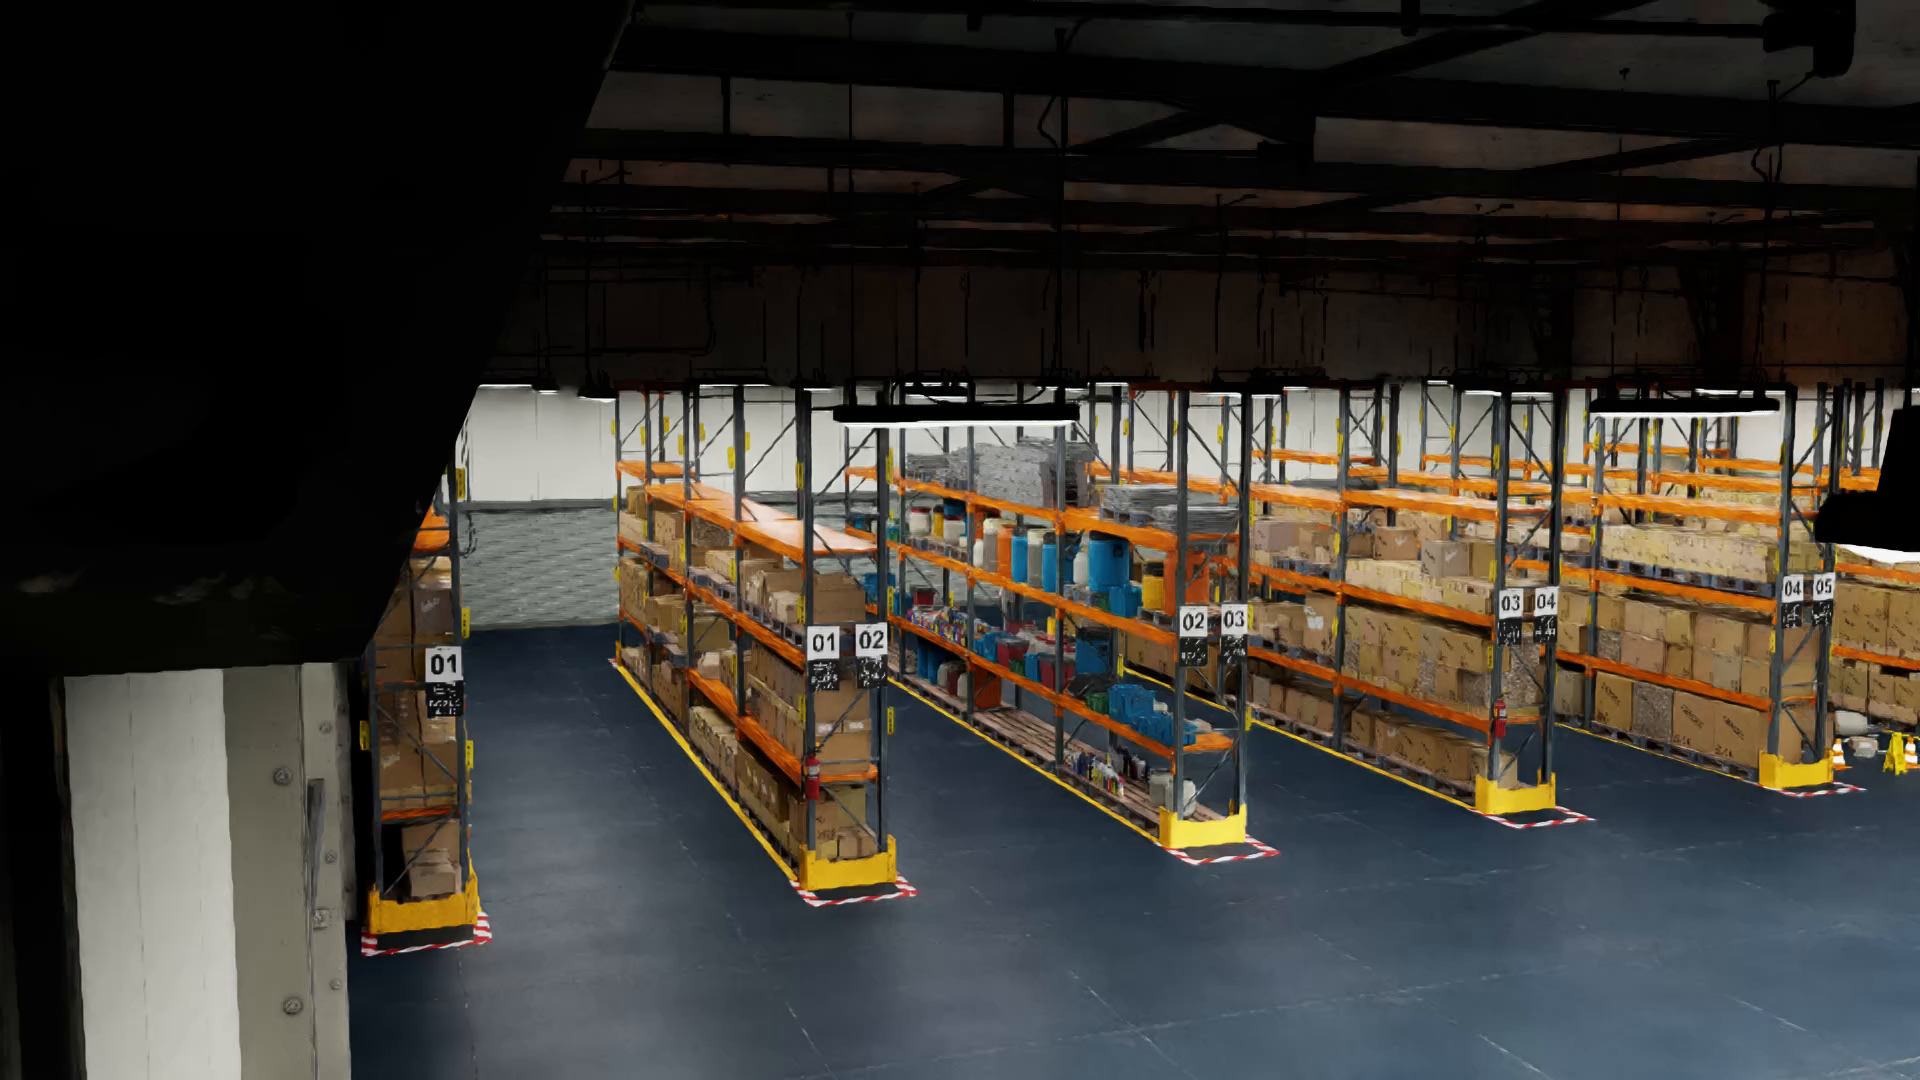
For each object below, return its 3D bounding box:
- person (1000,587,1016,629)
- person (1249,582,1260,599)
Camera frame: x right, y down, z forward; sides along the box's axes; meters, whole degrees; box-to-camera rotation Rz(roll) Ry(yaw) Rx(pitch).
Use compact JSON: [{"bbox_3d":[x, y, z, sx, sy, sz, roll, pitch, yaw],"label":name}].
[{"bbox_3d":[1.152,1.421,39.252,0.408,1.505,0.962,-1,6,-10],"label":"person"},{"bbox_3d":[7.810,0.727,44.741,0.553,1.766,0.622,4,7,36],"label":"person"}]
